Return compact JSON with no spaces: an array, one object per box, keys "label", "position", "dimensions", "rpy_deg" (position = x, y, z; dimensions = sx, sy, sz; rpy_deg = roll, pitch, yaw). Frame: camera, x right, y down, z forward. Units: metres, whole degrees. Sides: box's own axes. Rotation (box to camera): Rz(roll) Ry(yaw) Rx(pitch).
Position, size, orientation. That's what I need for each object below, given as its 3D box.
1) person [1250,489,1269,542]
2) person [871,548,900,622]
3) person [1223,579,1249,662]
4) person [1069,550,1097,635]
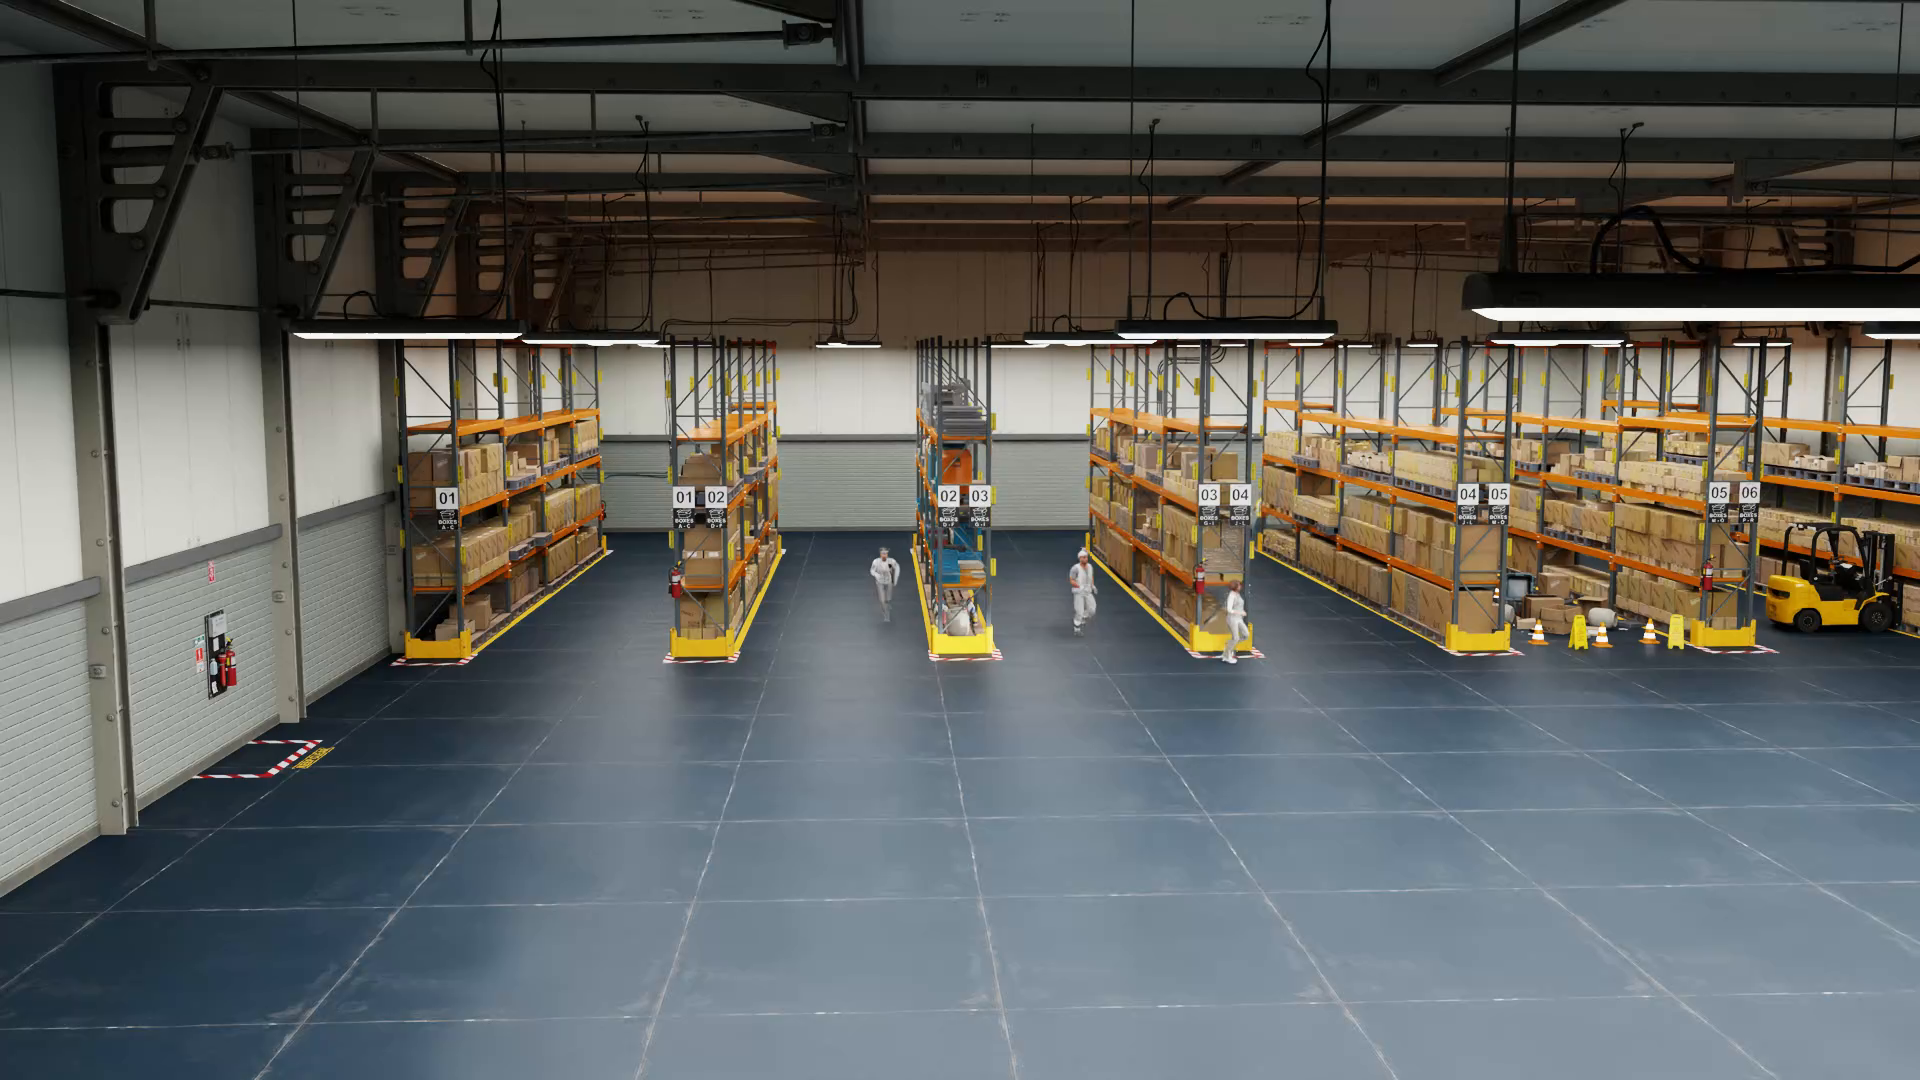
[{"label":"person","position":[8.861,-0.716,48.971],"dimensions":[0.970,1.740,0.761],"rpy_deg":[1,7,6]},{"label":"person","position":[-1.585,0.939,35.243],"dimensions":[0.604,1.616,0.655],"rpy_deg":[0,6,2]},{"label":"person","position":[5.036,1.487,30.468],"dimensions":[0.495,1.556,0.573],"rpy_deg":[3,7,24]},{"label":"person","position":[2.505,1.069,33.358],"dimensions":[0.661,1.735,0.642],"rpy_deg":[-3,7,-28]}]
